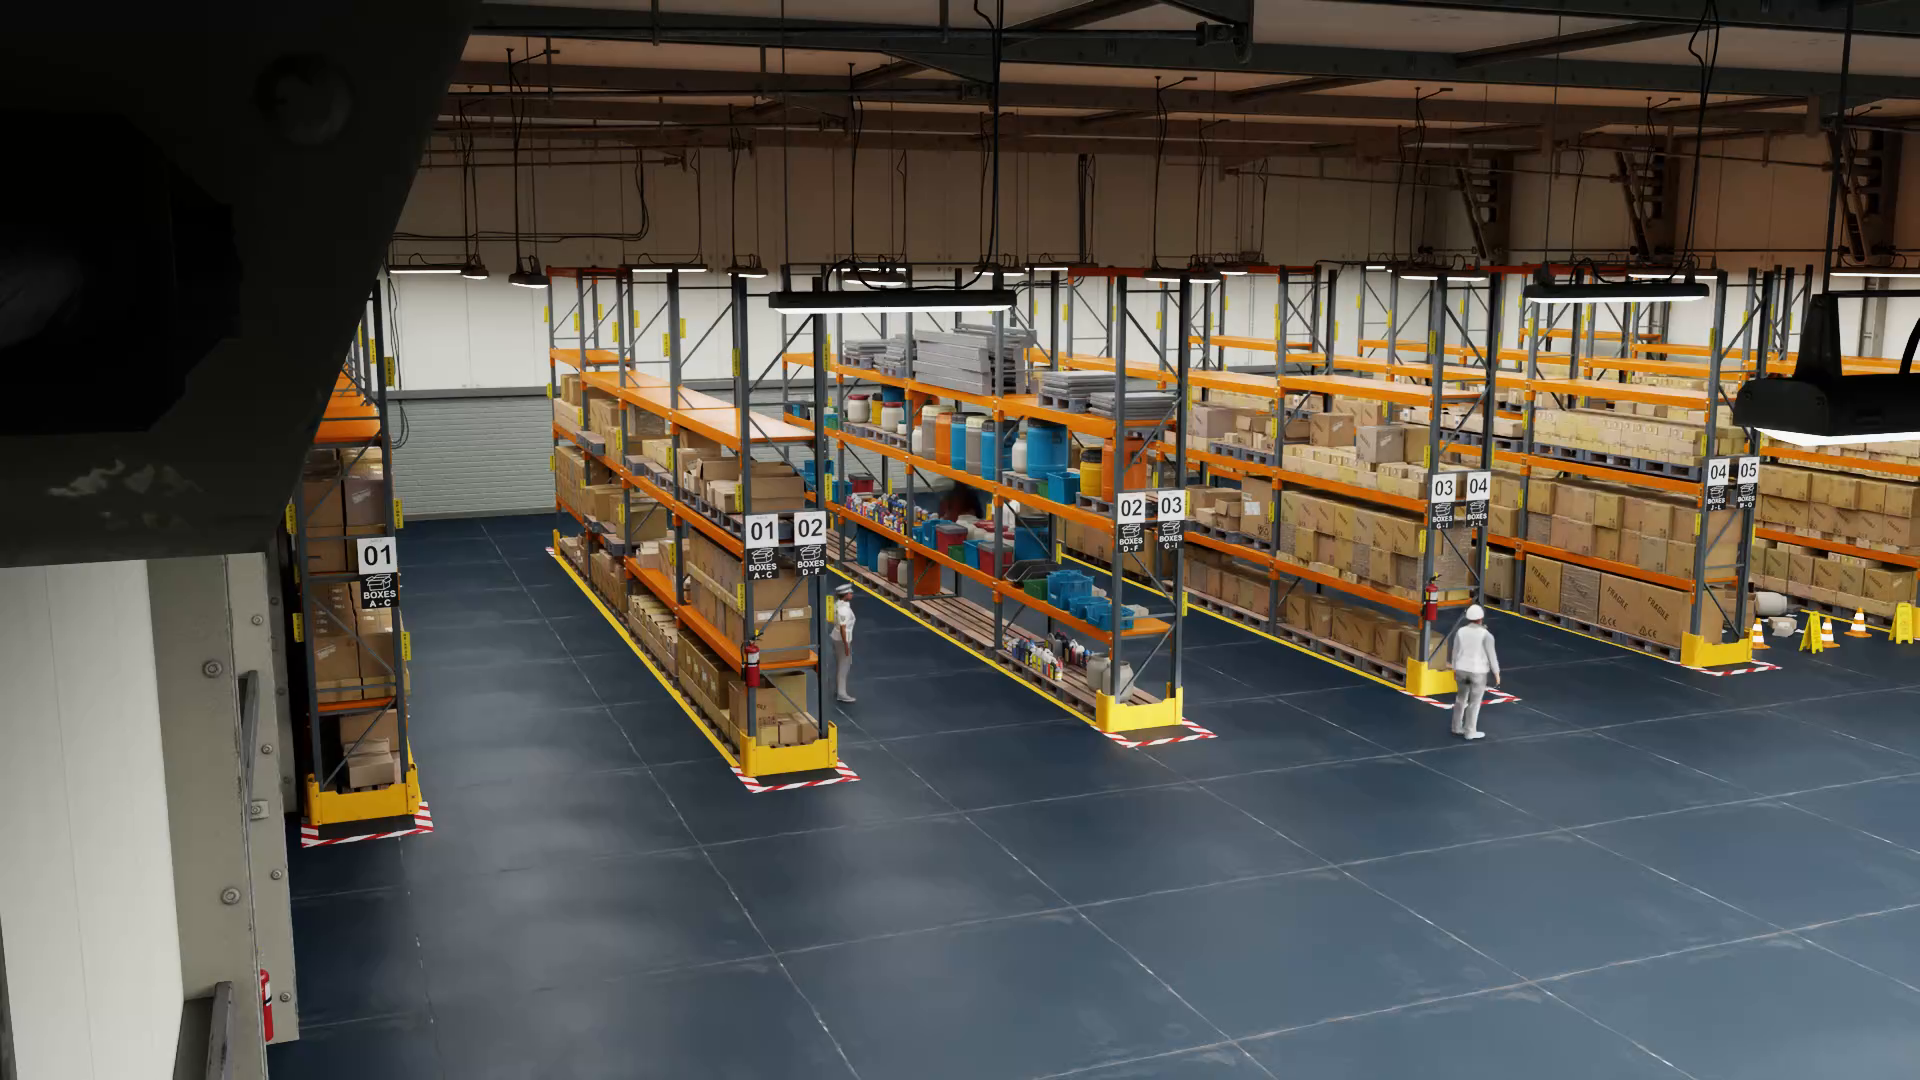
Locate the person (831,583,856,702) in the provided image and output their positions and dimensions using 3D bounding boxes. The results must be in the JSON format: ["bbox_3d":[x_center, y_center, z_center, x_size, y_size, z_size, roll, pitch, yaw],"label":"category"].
[{"bbox_3d":[-1.656,1.479,23.588,0.351,1.760,0.548,-1,10,-7],"label":"person"}]

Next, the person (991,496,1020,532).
[{"bbox_3d":[0.900,-0.228,31.409,0.717,1.699,1.024,-5,11,-28],"label":"person"}]

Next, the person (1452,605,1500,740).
[{"bbox_3d":[6.755,1.737,21.740,0.423,1.807,0.619,-9,13,-42],"label":"person"}]
